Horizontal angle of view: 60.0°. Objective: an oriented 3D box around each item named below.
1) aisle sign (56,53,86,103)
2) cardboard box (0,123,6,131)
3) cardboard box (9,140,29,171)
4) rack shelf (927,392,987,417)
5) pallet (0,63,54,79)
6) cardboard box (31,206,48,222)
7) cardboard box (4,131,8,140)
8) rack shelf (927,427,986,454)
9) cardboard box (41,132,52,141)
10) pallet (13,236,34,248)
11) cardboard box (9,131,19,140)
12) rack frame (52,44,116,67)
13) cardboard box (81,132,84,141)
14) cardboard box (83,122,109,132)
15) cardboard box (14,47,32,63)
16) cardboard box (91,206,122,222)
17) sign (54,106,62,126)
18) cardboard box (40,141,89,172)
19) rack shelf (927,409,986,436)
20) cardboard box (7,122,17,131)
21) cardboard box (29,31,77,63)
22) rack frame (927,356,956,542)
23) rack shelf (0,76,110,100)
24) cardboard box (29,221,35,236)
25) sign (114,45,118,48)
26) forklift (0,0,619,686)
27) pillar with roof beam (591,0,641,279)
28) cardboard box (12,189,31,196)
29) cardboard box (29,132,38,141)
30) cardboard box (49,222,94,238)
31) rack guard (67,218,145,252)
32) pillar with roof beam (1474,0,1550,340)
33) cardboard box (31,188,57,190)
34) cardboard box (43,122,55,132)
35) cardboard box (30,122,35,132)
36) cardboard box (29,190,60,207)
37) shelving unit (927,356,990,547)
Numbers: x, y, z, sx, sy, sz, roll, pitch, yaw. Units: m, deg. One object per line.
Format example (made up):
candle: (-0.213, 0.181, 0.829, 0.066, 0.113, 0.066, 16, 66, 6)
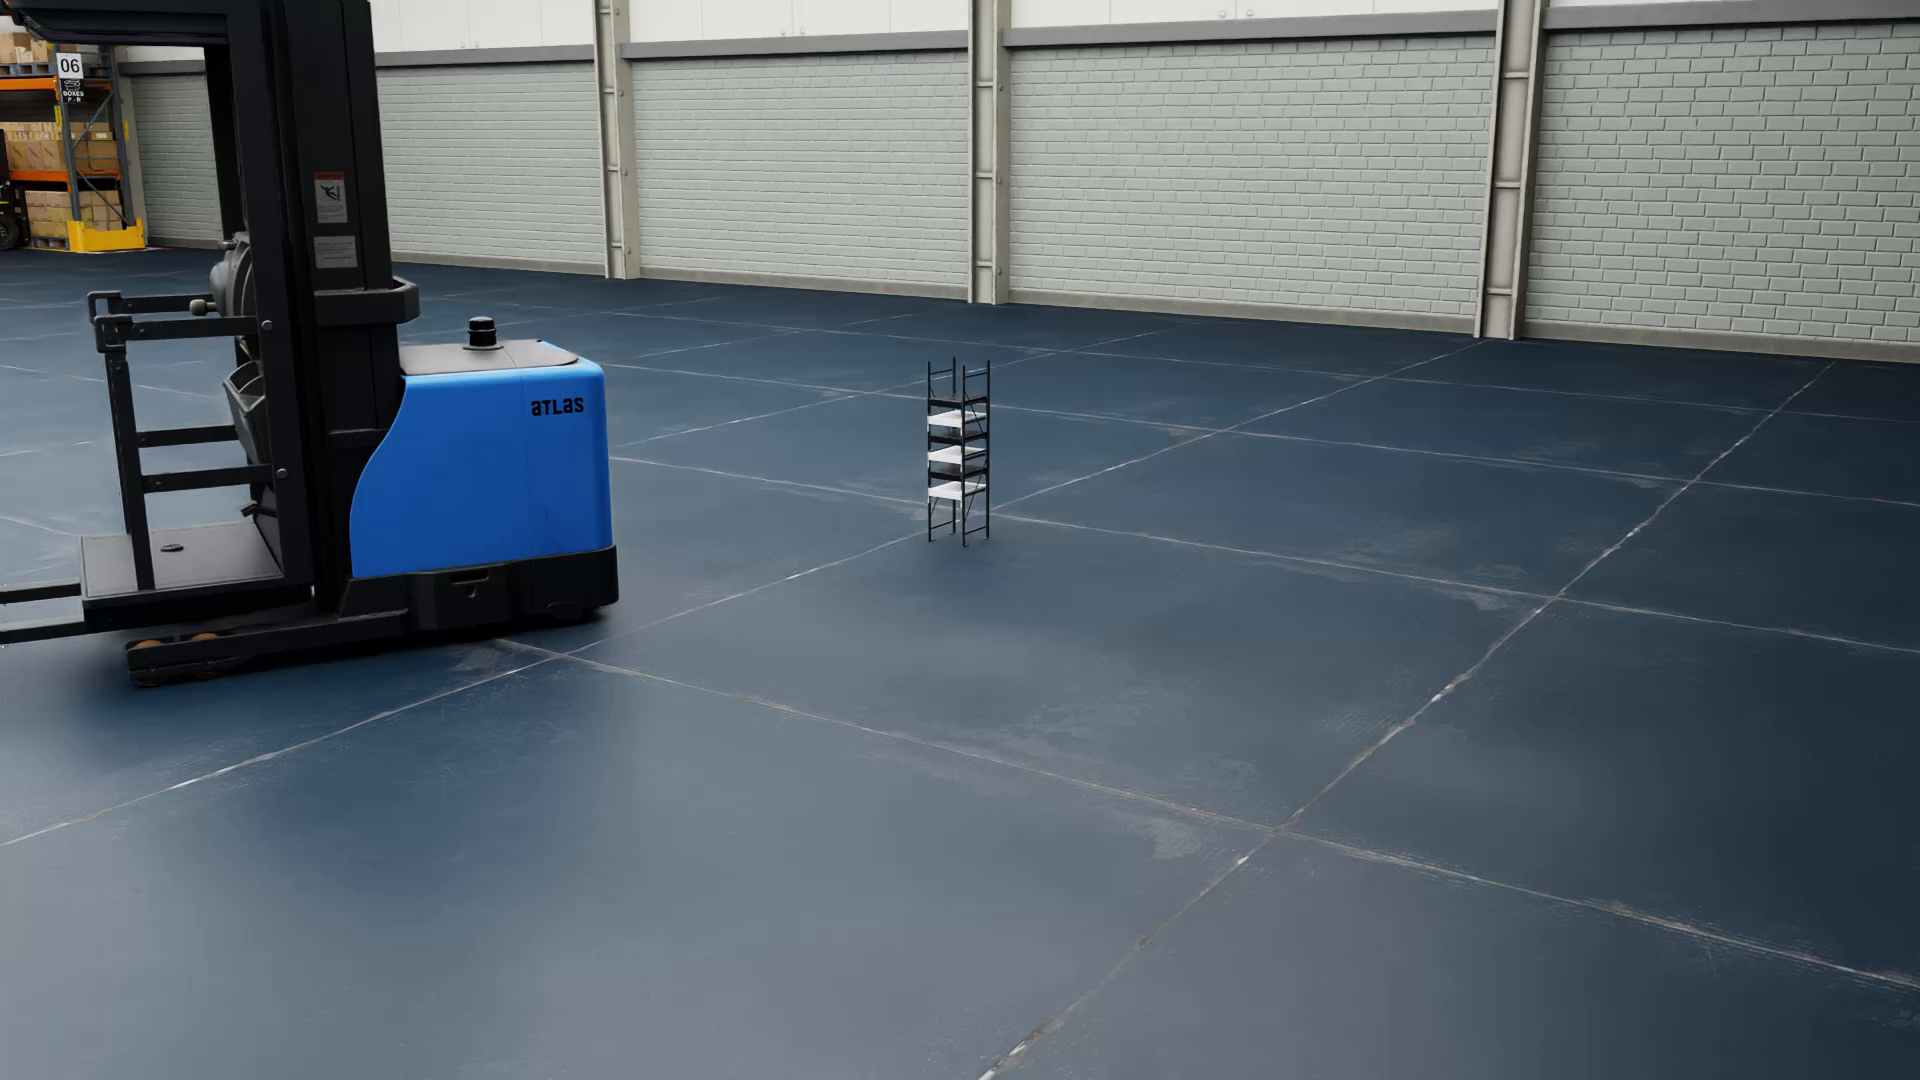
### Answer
aisle sign: (-14.631, -7.602, 27.382, 0.004, 0.787, 0.394, 9, 17, 33)
cardboard box: (-16.412, -7.163, 28.841, 0.250, 0.149, 0.380, 9, 17, 33)
cardboard box: (-15.927, -6.610, 28.575, 0.500, 0.500, 0.500, 9, 16, 32)
rack shelf: (-0.007, -0.668, 8.163, 0.200, 0.077, 0.258, 9, 17, 33)
pallet: (-16.111, -8.084, 28.681, 1.213, 0.211, 1.003, 9, 17, 33)
cardboard box: (-15.510, -5.592, 28.479, 0.500, 0.250, 0.500, 9, 17, 32)
cardboard box: (-16.451, -7.001, 28.805, 0.250, 0.149, 0.380, 9, 16, 32)
rack shelf: (-0.007, -0.493, 8.206, 0.200, 0.077, 0.258, 9, 17, 33)
cardboard box: (-15.195, -6.790, 27.953, 0.250, 0.149, 0.380, 9, 17, 34)
pallet: (-16.188, -5.312, 29.344, 1.213, 0.211, 1.003, 9, 17, 33)
cardboard box: (-16.044, -6.929, 28.514, 0.250, 0.149, 0.380, 9, 17, 33)
rack frame: (-14.522, -9.320, 27.246, 0.127, 3.000, 1.000, 9, 17, 33)
cardboard box: (-14.899, -6.889, 28.352, 0.250, 0.149, 0.380, 9, 17, 33)
cardboard box: (-14.681, -7.003, 28.195, 0.250, 0.149, 0.380, 9, 16, 32)
cardboard box: (-15.589, -8.136, 27.901, 0.258, 0.266, 0.396, 9, 17, 33)
cardboard box: (-14.796, -5.624, 28.608, 0.500, 0.250, 0.500, 10, 17, 34)
sign: (-14.836, -6.979, 27.369, 0.005, 0.325, 0.100, 9, 17, 33)
cardboard box: (-15.077, -6.470, 28.009, 0.500, 0.500, 0.500, 9, 16, 32)
rack shelf: (-0.007, -0.580, 8.184, 0.200, 0.077, 0.258, 9, 17, 33)
cardboard box: (-16.052, -7.073, 28.476, 0.250, 0.149, 0.380, 10, 17, 34)
cardboard box: (-15.025, -8.176, 27.575, 0.500, 0.500, 0.500, 10, 17, 35)
rack frame: (-0.091, -0.452, 8.275, 0.006, 0.900, 0.240, 9, 17, 33)
rack shelf: (-16.181, -7.783, 28.776, 4.000, 0.370, 1.077, 9, 17, 33)
cardboard box: (-15.905, -5.414, 28.802, 0.500, 0.250, 0.500, 9, 17, 33)
sign: (-14.207, -8.437, 27.935, 0.005, 0.325, 0.100, 9, 17, 33)
forklift: (-2.983, -1.028, 6.376, 3.031, 2.935, 1.130, -7, 16, -27)
pillar with roof beam: (-7.042, -7.125, 18.380, 0.400, 9.000, 9.100, 9, 17, 33)
cardboard box: (-16.345, -5.964, 28.942, 0.500, 0.250, 0.500, 9, 16, 32)
cardboard box: (-15.575, -6.873, 28.286, 0.250, 0.149, 0.380, 9, 17, 32)
cardboard box: (-15.088, -5.277, 28.246, 0.500, 0.250, 0.500, 9, 17, 33)
rack guard: (-14.502, -5.191, 28.254, 0.348, 0.500, 1.175, 9, 17, 33)
pillar with roof beam: (2.915, -5.516, 11.879, 0.400, 9.000, 9.100, 9, 17, 33)
cardboard box: (-16.062, -6.070, 29.370, 0.500, 0.250, 0.500, 9, 16, 32)
cardboard box: (-15.159, -6.949, 27.974, 0.250, 0.149, 0.380, 9, 17, 33)
cardboard box: (-15.556, -7.026, 28.288, 0.250, 0.149, 0.380, 9, 17, 33)
cardboard box: (-15.505, -5.829, 28.396, 0.500, 0.250, 0.500, 10, 17, 34)
shelving unit: (-0.007, -0.438, 8.219, 0.210, 0.900, 0.258, 9, 17, 33)
